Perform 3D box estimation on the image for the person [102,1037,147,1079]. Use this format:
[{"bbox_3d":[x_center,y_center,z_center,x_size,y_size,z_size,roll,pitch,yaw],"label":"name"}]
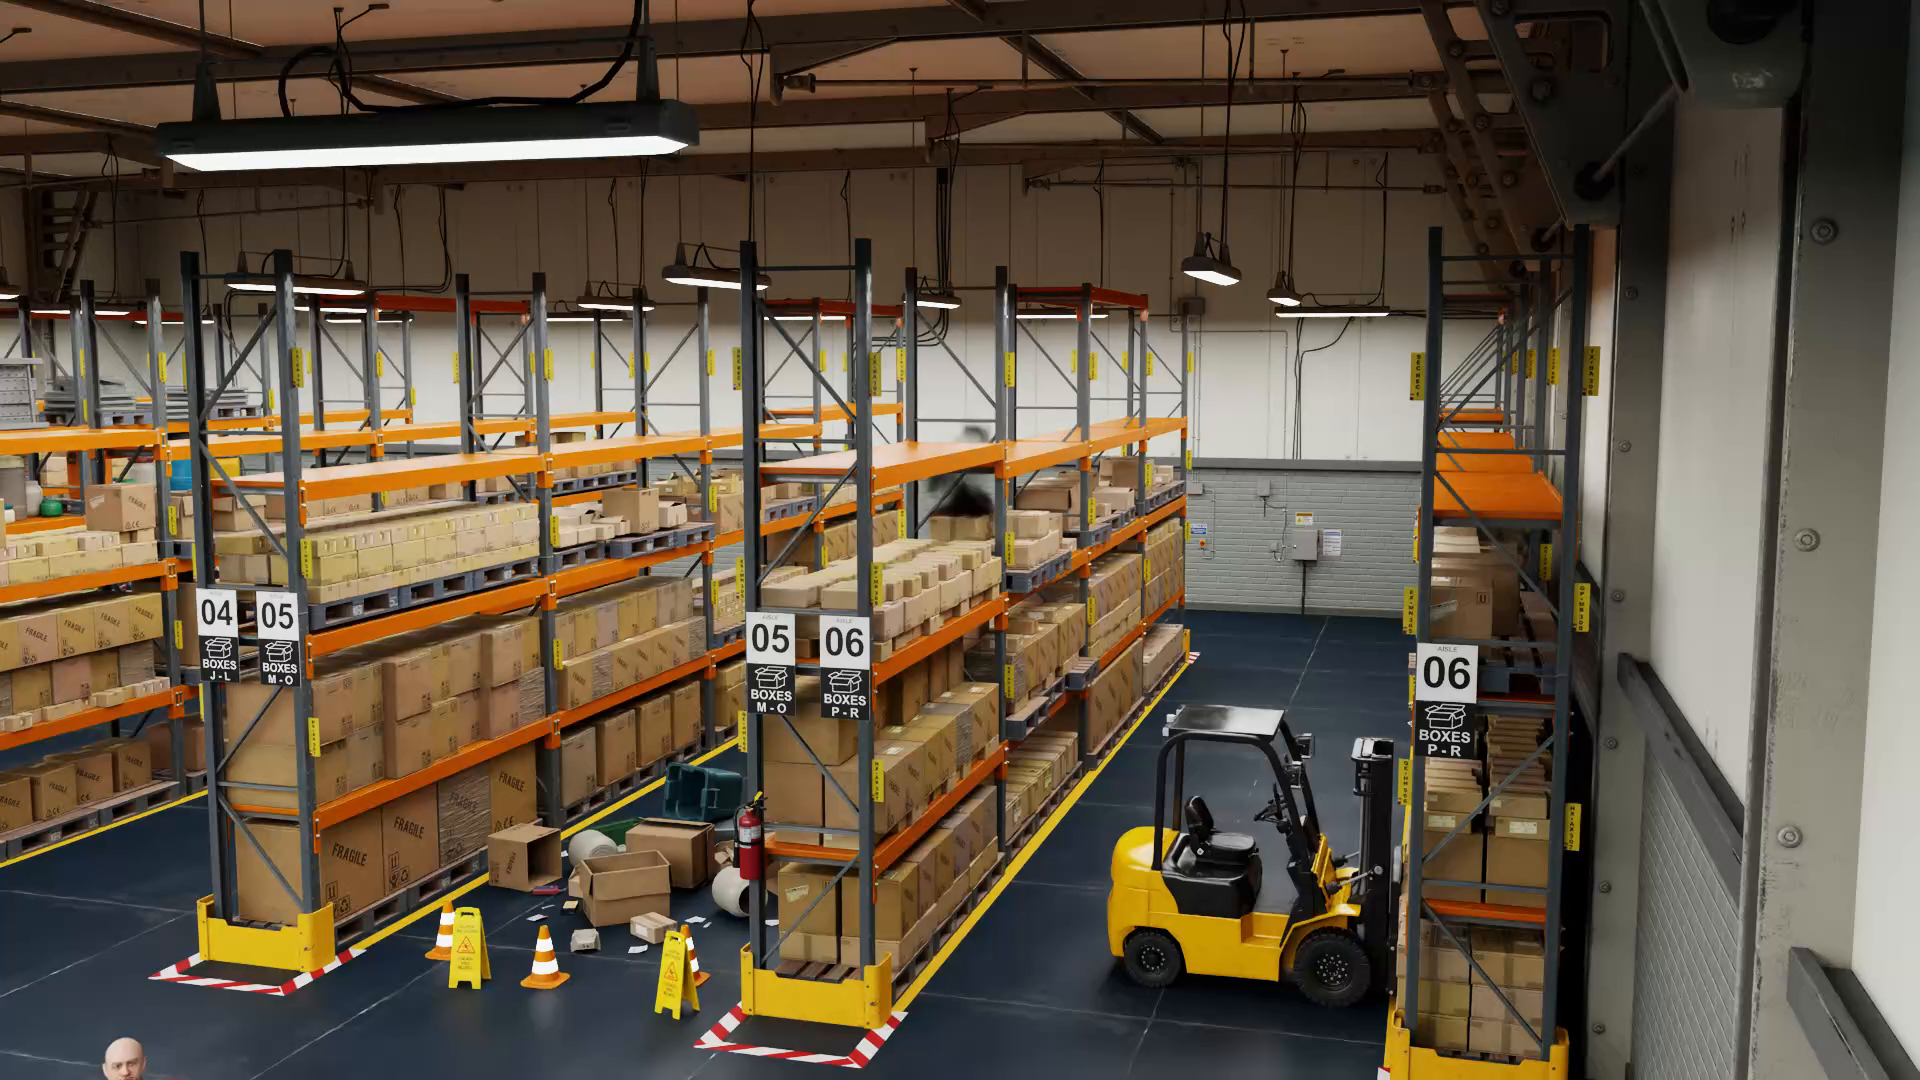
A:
[{"bbox_3d":[-4.136,3.383,8.283,0.691,1.847,0.751,-4,7,-29],"label":"person"}]
